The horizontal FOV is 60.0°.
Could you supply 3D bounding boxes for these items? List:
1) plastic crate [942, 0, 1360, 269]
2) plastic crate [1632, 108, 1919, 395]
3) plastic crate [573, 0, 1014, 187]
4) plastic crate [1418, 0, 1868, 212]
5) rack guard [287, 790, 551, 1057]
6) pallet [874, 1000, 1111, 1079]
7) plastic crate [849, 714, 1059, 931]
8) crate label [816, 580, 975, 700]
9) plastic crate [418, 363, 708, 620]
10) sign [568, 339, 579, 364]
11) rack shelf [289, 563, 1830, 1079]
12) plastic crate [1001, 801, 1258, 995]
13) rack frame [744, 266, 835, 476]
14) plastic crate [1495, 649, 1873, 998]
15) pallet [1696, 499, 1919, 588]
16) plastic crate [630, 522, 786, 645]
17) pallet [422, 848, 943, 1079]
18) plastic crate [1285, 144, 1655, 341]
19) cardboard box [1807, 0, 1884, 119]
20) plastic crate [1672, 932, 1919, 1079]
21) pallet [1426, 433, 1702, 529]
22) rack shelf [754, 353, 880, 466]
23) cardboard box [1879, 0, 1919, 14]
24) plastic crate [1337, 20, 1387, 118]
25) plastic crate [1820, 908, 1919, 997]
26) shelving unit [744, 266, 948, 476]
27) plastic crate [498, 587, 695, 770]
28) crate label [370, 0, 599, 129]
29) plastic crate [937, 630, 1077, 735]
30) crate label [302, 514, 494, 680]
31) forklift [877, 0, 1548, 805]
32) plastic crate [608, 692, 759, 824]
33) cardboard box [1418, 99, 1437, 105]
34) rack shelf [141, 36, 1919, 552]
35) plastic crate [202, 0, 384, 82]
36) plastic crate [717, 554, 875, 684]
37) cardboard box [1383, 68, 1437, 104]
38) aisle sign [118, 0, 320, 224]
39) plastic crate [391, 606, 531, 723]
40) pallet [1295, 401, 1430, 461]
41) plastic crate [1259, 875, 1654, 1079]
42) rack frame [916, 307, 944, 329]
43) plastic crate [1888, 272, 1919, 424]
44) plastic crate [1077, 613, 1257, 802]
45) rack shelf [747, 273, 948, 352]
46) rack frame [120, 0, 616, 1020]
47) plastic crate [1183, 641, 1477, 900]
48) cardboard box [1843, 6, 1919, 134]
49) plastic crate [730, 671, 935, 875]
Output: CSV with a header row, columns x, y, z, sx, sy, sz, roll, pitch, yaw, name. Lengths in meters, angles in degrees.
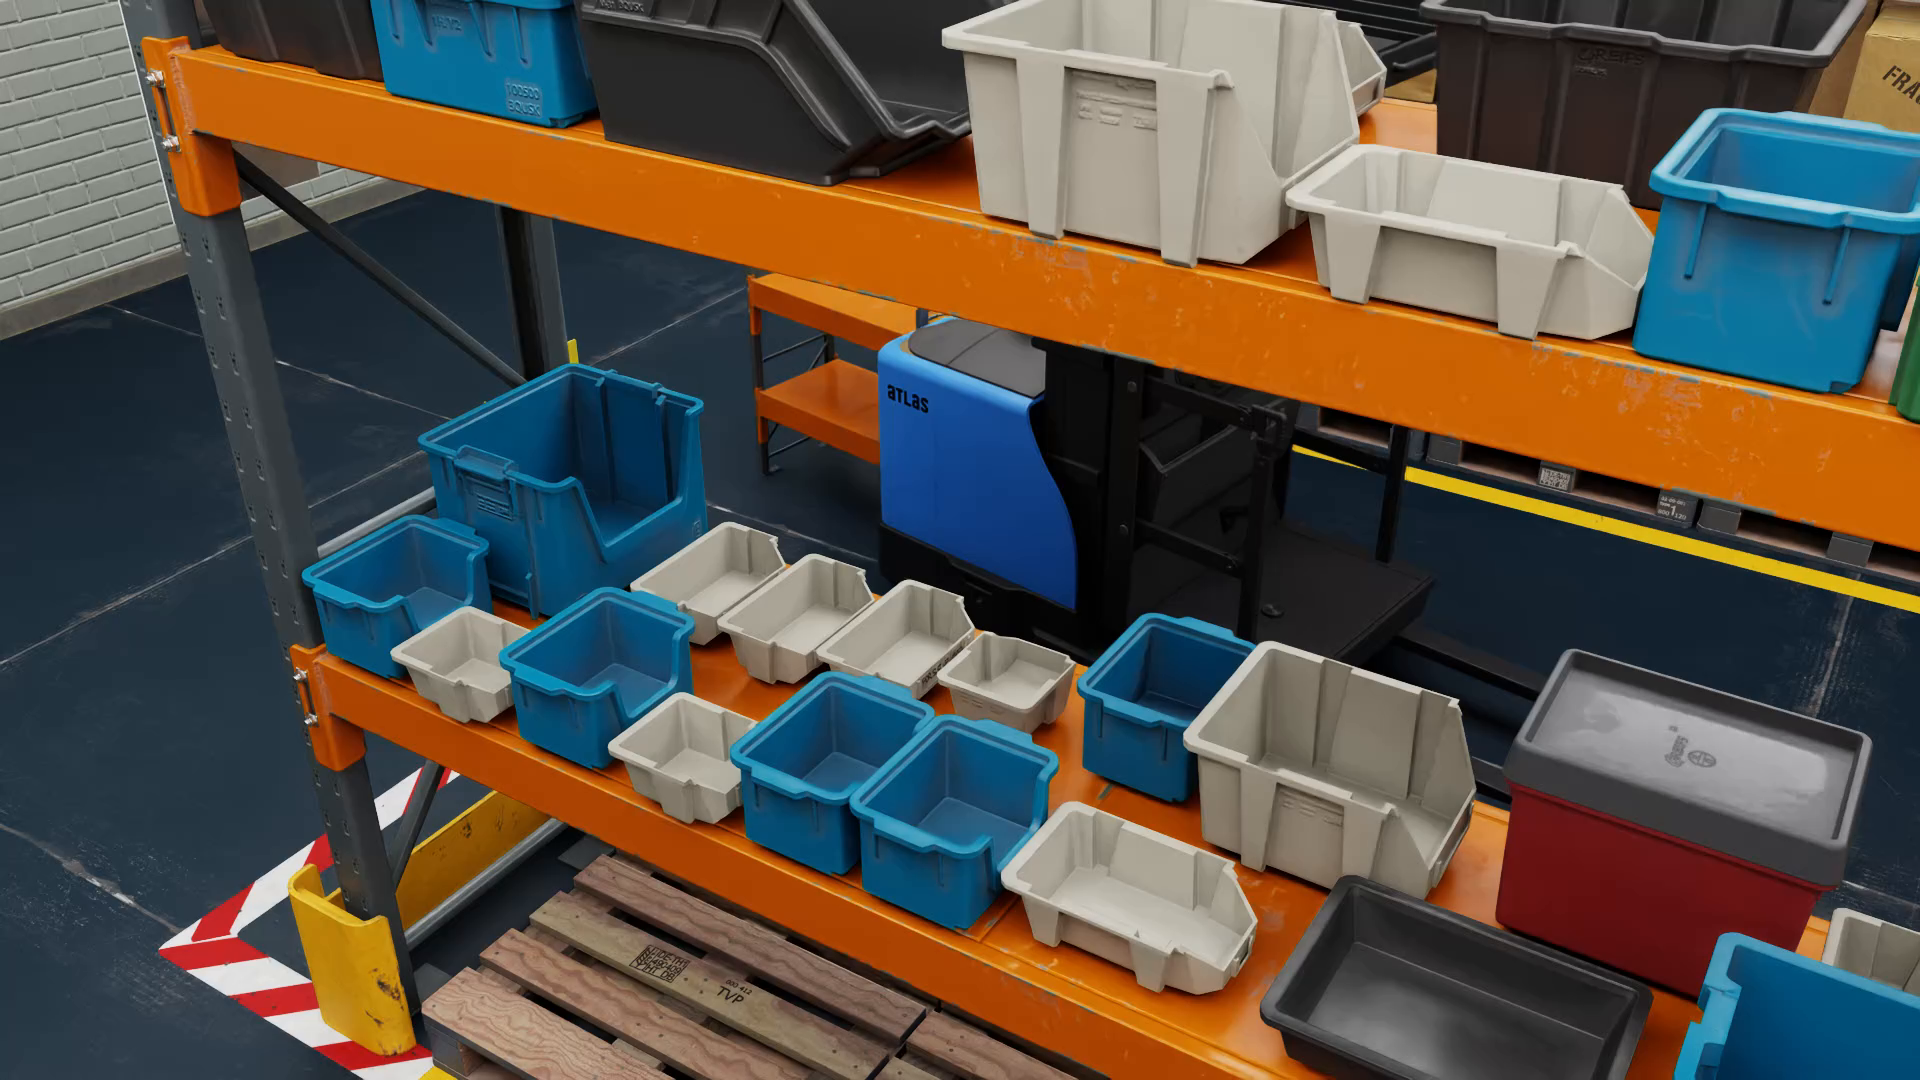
x,y,z,sx,sy,sz,roll,pitch,yaw,name
0.302,-0.626,2.487,0.530,0.282,0.437,18,35,27,plastic crate
1.036,-0.366,2.090,0.300,0.233,0.416,18,35,27,plastic crate
-0.264,-0.849,2.813,0.767,0.338,0.504,18,35,27,plastic crate
1.070,-0.724,2.667,0.590,0.269,0.497,18,35,27,plastic crate
-1.439,0.972,5.088,0.348,0.500,1.175,18,35,27,rack guard
0.295,1.663,4.191,1.213,0.211,1.003,18,35,27,pallet
-0.008,0.580,3.386,0.300,0.233,0.416,18,35,27,plastic crate
-0.138,0.271,4.012,0.243,0.136,0.396,18,35,27,crate label
-1.029,-0.138,4.415,0.499,0.435,0.616,18,35,27,plastic crate
-1.133,-0.416,4.825,0.005,0.325,0.100,18,35,27,sign
0.282,0.740,3.719,4.000,0.370,1.077,18,35,27,rack shelf
0.342,0.715,3.250,0.466,0.136,0.293,18,35,27,plastic crate
-0.766,-0.881,7.644,0.032,1.125,0.500,24,38,35,rack frame
1.353,0.565,3.182,0.583,0.464,0.402,18,35,27,plastic crate
4.007,-0.182,7.352,1.213,0.211,1.003,18,35,27,pallet
-0.625,0.123,4.265,0.243,0.136,0.396,18,35,27,plastic crate
-0.734,1.335,4.752,1.213,0.211,1.003,18,35,27,pallet
0.697,-0.395,2.235,0.466,0.136,0.293,18,35,27,plastic crate
3.484,-2.047,6.891,0.500,0.500,0.500,16,34,26,cardboard box
1.400,0.966,2.573,0.575,0.384,0.392,18,35,27,plastic crate
2.970,-0.508,7.911,1.213,0.211,1.003,18,35,27,pallet
-0.384,-0.501,7.478,1.000,0.278,0.538,24,38,35,rack shelf
3.927,-1.909,6.655,0.500,0.500,0.500,18,35,27,cardboard box
0.471,-0.841,2.999,0.530,0.136,0.437,18,35,27,plastic crate
1.658,0.867,2.989,0.243,0.136,0.396,18,35,27,plastic crate
-0.384,-0.712,7.355,1.048,1.125,0.538,24,38,35,shelving unit
-0.820,0.323,3.827,0.300,0.233,0.416,18,35,27,plastic crate
-0.802,-0.953,3.078,0.502,0.251,0.408,18,35,27,crate label
0.123,0.342,3.889,0.250,0.136,0.298,18,35,27,plastic crate
-1.377,0.146,4.129,0.303,0.233,0.416,18,35,27,crate label
1.104,-0.778,5.675,3.031,2.935,1.130,24,38,35,forklift
-0.575,0.491,3.634,0.298,0.136,0.250,18,35,27,plastic crate
1.928,-1.904,7.391,0.500,0.250,0.500,17,34,27,cardboard box
0.282,-0.556,2.963,4.000,0.370,1.077,18,35,27,rack shelf
-1.234,-1.124,3.352,0.590,0.269,0.497,18,35,27,plastic crate
-0.387,0.206,4.122,0.243,0.136,0.396,18,35,27,plastic crate
1.908,-2.230,7.206,0.500,0.500,0.500,17,34,26,cardboard box
-1.630,-1.122,3.617,0.004,0.787,0.394,18,35,27,aisle sign
-1.150,0.309,3.945,0.298,0.136,0.250,18,35,27,plastic crate
1.940,-0.835,8.472,1.213,0.211,1.003,18,35,27,pallet
0.886,0.873,2.991,0.590,0.125,0.437,18,35,27,plastic crate
-0.002,-0.543,7.065,0.032,1.125,0.500,24,38,35,rack frame
1.457,-0.224,1.890,0.662,0.188,0.450,18,35,27,plastic crate
0.464,0.380,3.728,0.300,0.233,0.416,18,35,27,plastic crate
-0.384,-0.965,7.207,1.000,0.278,0.538,24,38,35,rack shelf
-1.412,-0.107,4.456,0.127,3.000,1.000,18,35,27,rack frame
0.781,0.502,3.470,0.530,0.282,0.437,18,35,27,plastic crate
3.656,-1.682,6.265,0.500,0.500,0.500,18,35,28,cardboard box
-0.262,0.499,3.524,0.300,0.233,0.416,18,35,27,plastic crate
